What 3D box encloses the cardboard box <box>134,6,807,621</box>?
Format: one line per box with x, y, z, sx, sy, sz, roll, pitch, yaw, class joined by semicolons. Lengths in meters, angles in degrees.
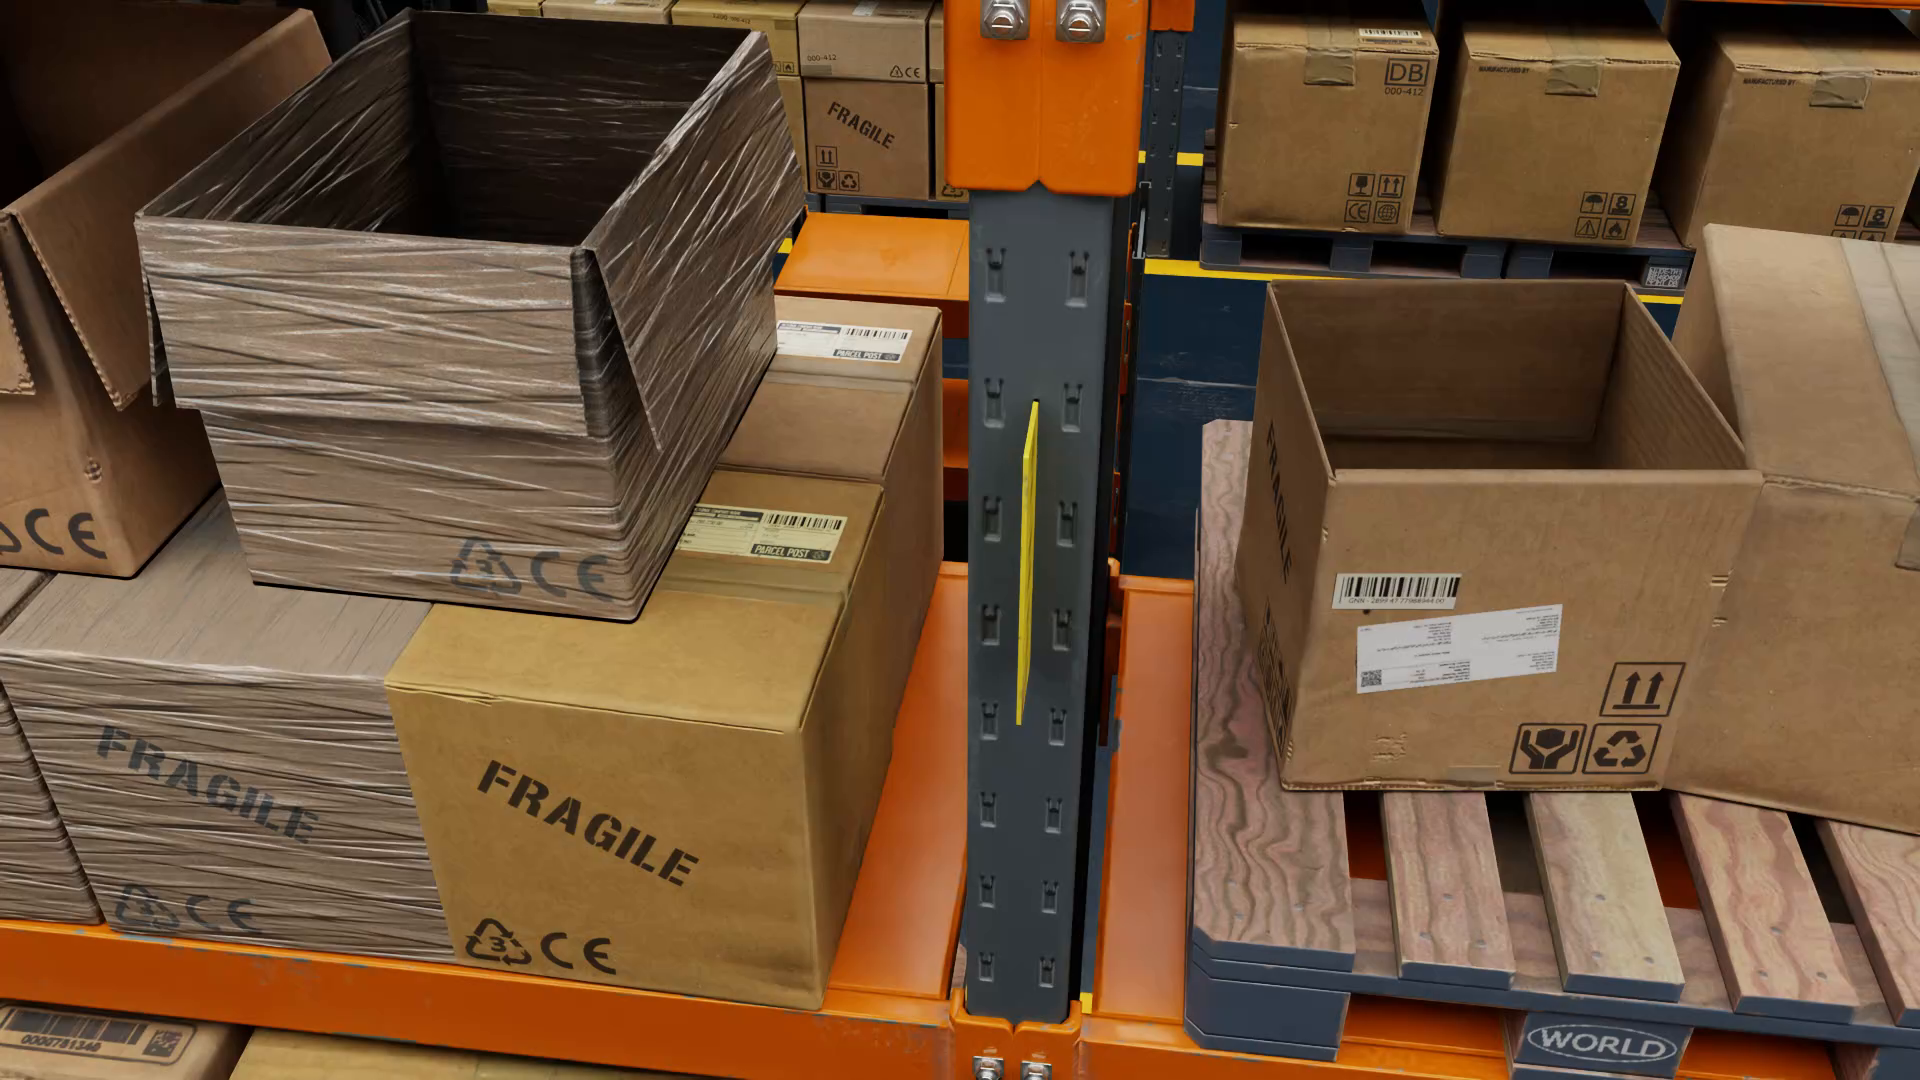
-0.590;-0.333;2.185;0.637;0.503;0.797;5;36;8;cardboard box

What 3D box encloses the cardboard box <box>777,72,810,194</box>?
-0.862;-1.793;6.970;0.500;0.500;0.500;3;36;4;cardboard box

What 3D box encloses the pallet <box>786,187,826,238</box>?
-1.116;-1.686;7.431;1.213;0.211;1.003;4;36;6;pallet

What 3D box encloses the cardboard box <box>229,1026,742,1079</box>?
-0.549;0.811;3.000;0.875;0.875;1.225;3;36;4;cardboard box

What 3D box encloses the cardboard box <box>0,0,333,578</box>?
-1.236;-0.383;2.254;0.637;0.503;0.797;5;36;7;cardboard box

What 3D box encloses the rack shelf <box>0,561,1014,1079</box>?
-1.851;0.325;2.832;4.000;0.370;1.077;4;36;6;rack shelf

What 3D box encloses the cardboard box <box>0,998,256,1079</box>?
-1.432;0.740;3.098;0.875;0.875;1.225;4;36;6;cardboard box

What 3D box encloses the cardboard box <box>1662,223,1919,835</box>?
1.240;-0.031;2.264;0.500;0.500;0.700;9;37;13;cardboard box

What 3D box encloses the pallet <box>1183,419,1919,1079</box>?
0.854;0.249;2.484;1.003;0.211;1.213;4;36;6;pallet

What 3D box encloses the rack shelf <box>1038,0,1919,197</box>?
2.117;-0.600;1.546;4.000;0.370;1.077;4;36;6;rack shelf

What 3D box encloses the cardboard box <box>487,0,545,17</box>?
-1.874;-2.181;6.868;0.500;0.250;0.500;5;36;7;cardboard box

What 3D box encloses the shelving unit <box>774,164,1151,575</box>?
-0.007;-0.458;4.924;1.048;1.125;0.538;4;36;6;shelving unit

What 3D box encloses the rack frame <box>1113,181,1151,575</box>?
0.498;-0.421;4.871;0.032;1.125;0.500;4;36;6;rack frame

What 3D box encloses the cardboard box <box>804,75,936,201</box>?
-0.335;-1.763;6.928;0.500;0.500;0.500;6;36;8;cardboard box

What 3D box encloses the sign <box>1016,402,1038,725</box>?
0.066;0.028;1.631;0.005;0.325;0.100;4;36;6;sign

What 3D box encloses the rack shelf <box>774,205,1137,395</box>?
-0.007;-0.697;4.754;1.000;0.278;0.538;4;36;6;rack shelf

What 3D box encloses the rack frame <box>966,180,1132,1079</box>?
0.133;0.180;2.416;0.127;3.000;1.000;4;36;6;rack frame

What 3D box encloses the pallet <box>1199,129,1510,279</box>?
1.638;-1.434;7.078;1.213;0.211;1.003;4;36;6;pallet

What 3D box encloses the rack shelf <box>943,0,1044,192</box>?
-1.851;-0.896;1.961;4.000;0.370;1.077;4;36;6;rack shelf

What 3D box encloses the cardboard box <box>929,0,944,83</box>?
0.153;-2.029;6.656;0.500;0.250;0.500;3;36;5;cardboard box

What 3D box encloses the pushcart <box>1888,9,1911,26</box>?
5.122;-2.850;8.918;0.936;0.377;1.648;-7;36;-10;pushcart

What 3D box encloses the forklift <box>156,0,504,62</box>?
-2.203;-1.491;4.816;3.031;2.935;1.130;7;36;10;forklift

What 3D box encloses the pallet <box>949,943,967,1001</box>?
-0.639;1.213;3.369;1.213;0.211;1.003;4;36;6;pallet

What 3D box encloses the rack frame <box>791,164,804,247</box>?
-0.511;-0.496;4.977;0.032;1.125;0.500;4;36;6;rack frame

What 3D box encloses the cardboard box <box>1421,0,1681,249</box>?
2.325;-1.766;6.718;0.750;0.750;1.050;5;36;7;cardboard box

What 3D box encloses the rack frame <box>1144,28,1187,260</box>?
0.865;-2.671;6.410;0.127;3.000;1.000;4;36;6;rack frame

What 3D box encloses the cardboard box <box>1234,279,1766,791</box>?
0.674;-0.015;2.241;0.500;0.500;0.500;0;36;0;cardboard box

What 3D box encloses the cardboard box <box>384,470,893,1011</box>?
-0.388;0.245;2.238;0.500;0.500;0.500;5;36;7;cardboard box

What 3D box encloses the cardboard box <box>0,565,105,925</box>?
-1.397;0.168;2.346;0.500;0.500;0.500;3;36;4;cardboard box

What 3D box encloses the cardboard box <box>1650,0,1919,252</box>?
3.249;-1.698;6.622;0.750;0.750;1.050;4;36;6;cardboard box

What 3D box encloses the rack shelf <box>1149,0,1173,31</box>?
-1.119;-2.526;6.826;4.000;0.370;1.077;4;36;6;rack shelf

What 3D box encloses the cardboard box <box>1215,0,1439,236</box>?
1.458;-1.829;6.806;0.750;0.750;1.050;4;36;5;cardboard box

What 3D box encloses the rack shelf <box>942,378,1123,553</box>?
-0.007;-0.259;5.066;1.000;0.278;0.538;4;36;6;rack shelf

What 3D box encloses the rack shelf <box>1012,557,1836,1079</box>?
2.117;0.620;2.418;4.000;0.370;1.077;4;36;6;rack shelf

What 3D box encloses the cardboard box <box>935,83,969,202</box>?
0.179;-1.722;6.871;0.500;0.500;0.500;4;36;6;cardboard box

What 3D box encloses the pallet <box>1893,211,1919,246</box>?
4.058;-1.253;6.825;1.213;0.211;1.003;4;36;6;pallet

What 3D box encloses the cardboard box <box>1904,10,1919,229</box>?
4.205;-1.624;6.519;0.750;0.750;1.050;4;36;6;cardboard box

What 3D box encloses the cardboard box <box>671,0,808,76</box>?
-0.851;-2.107;6.765;0.500;0.250;0.500;5;36;7;cardboard box

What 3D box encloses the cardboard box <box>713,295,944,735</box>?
-0.314;-0.054;2.657;0.500;0.500;0.500;5;36;7;cardboard box

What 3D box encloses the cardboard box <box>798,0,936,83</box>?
-0.349;-2.060;6.699;0.500;0.250;0.500;5;36;7;cardboard box

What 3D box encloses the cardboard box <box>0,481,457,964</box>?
-0.882;0.205;2.295;0.500;0.500;0.500;4;36;6;cardboard box

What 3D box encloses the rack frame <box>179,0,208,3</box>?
-3.102;-2.967;6.825;0.127;3.000;1.000;4;36;6;rack frame

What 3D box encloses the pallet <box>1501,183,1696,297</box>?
2.844;-1.342;6.949;1.213;0.211;1.003;4;36;6;pallet

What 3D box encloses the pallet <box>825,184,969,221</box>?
0.090;-1.594;7.302;1.213;0.211;1.003;4;36;6;pallet

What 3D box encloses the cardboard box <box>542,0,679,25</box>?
-1.369;-2.140;6.811;0.500;0.250;0.500;6;36;8;cardboard box

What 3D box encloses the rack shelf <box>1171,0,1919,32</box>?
2.849;-2.230;6.412;4.000;0.370;1.077;4;36;6;rack shelf
